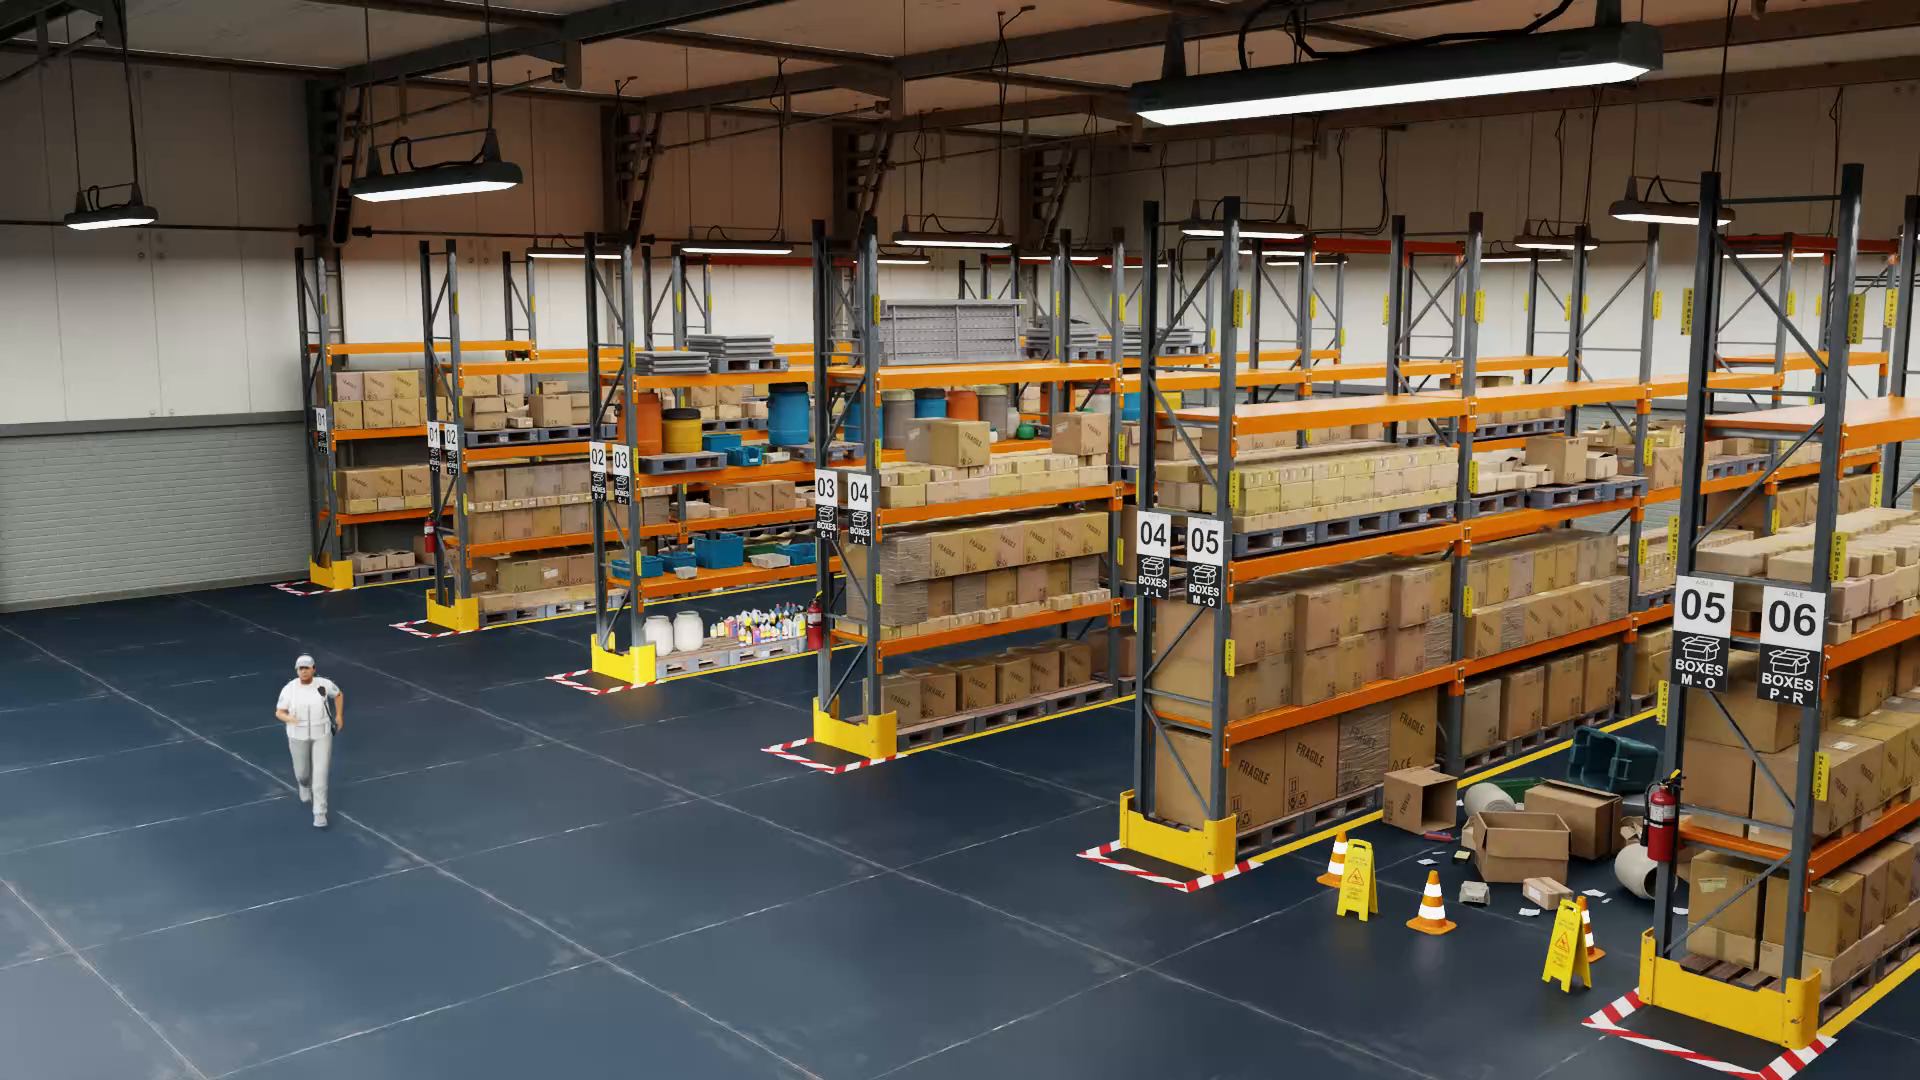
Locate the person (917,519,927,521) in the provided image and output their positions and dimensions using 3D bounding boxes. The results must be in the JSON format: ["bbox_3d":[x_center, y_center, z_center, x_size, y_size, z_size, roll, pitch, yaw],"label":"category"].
[{"bbox_3d":[-0.752,-0.251,29.131,0.715,1.752,0.692,8,11,42],"label":"person"}]

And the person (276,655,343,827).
[{"bbox_3d":[-6.399,1.934,16.395,0.619,1.608,1.044,-3,9,-19],"label":"person"}]

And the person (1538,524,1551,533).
[{"bbox_3d":[9.176,0.554,26.164,0.702,1.634,0.513,-8,11,-43],"label":"person"}]
